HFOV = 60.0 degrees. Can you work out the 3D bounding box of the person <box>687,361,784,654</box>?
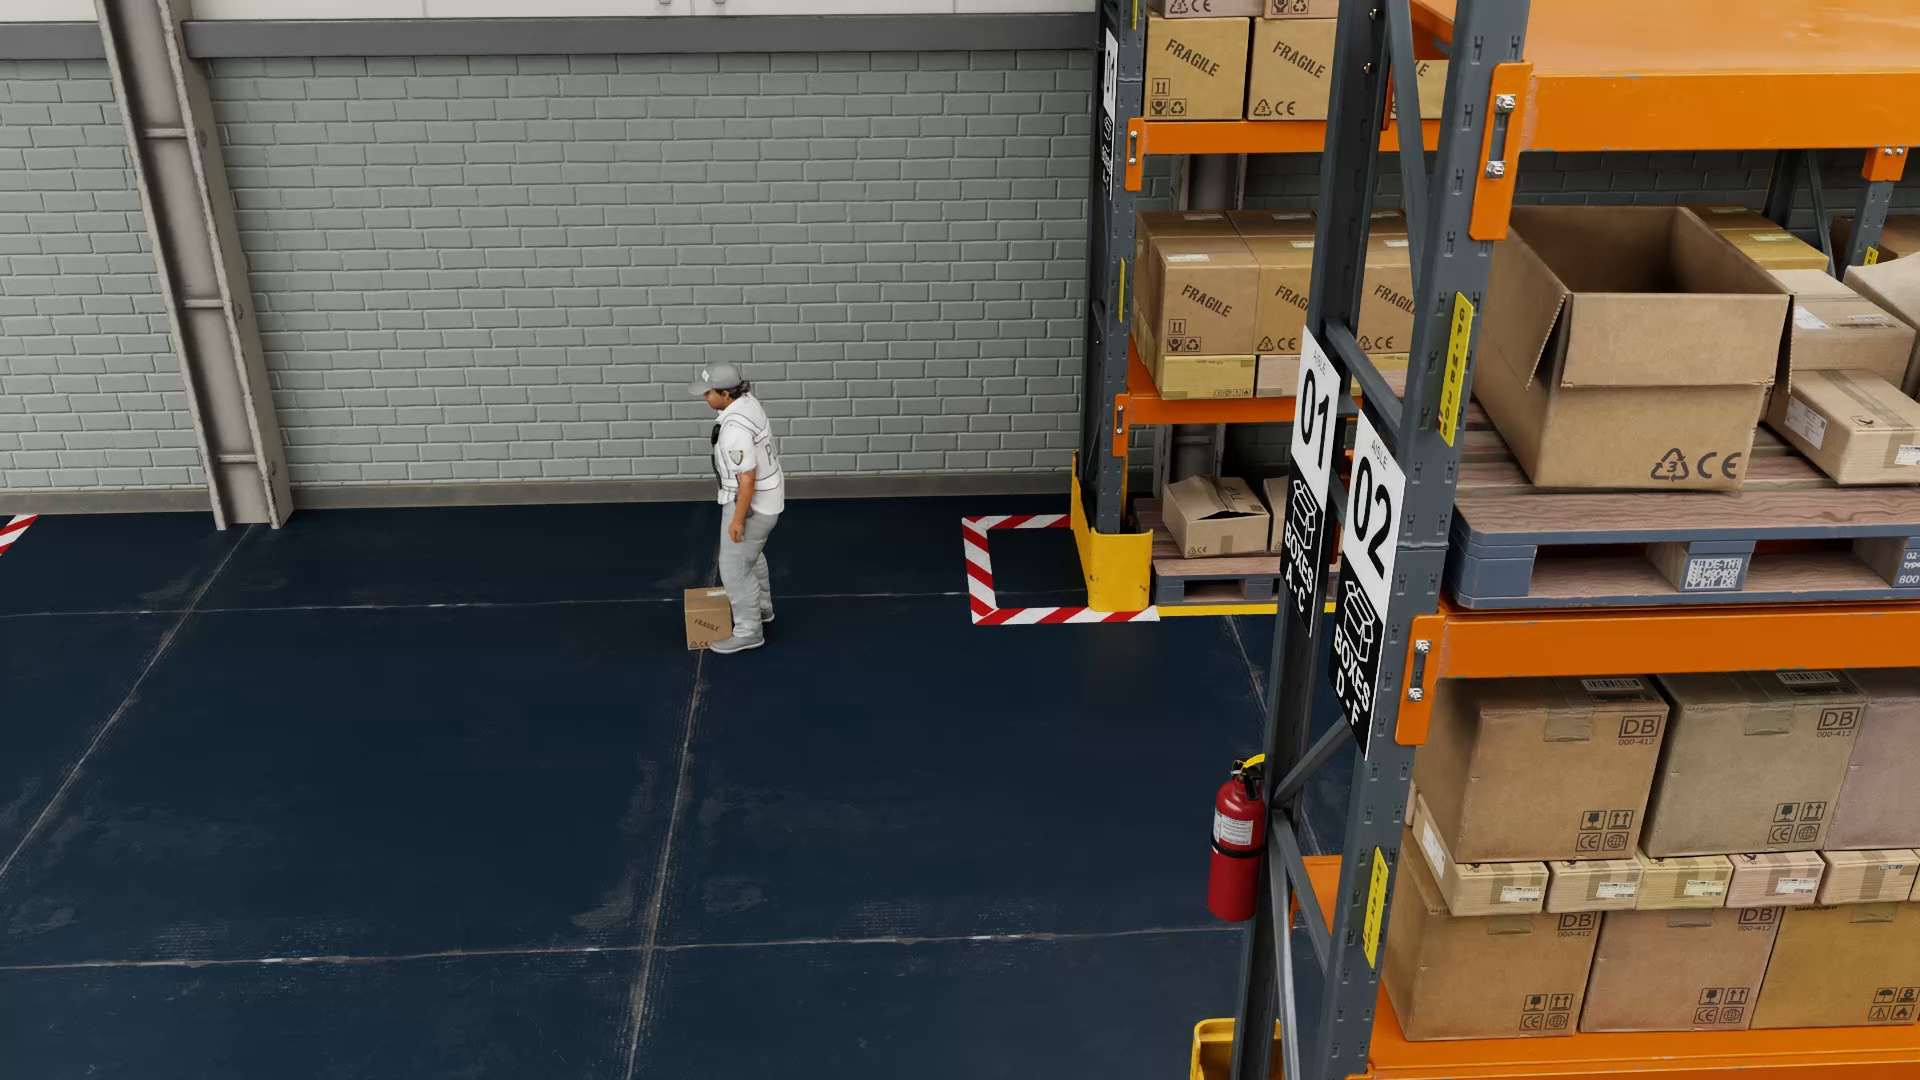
[{"bbox_3d":[-1.182,-0.196,8.988,0.470,1.665,0.537,-1,28,-3],"label":"person"}]
